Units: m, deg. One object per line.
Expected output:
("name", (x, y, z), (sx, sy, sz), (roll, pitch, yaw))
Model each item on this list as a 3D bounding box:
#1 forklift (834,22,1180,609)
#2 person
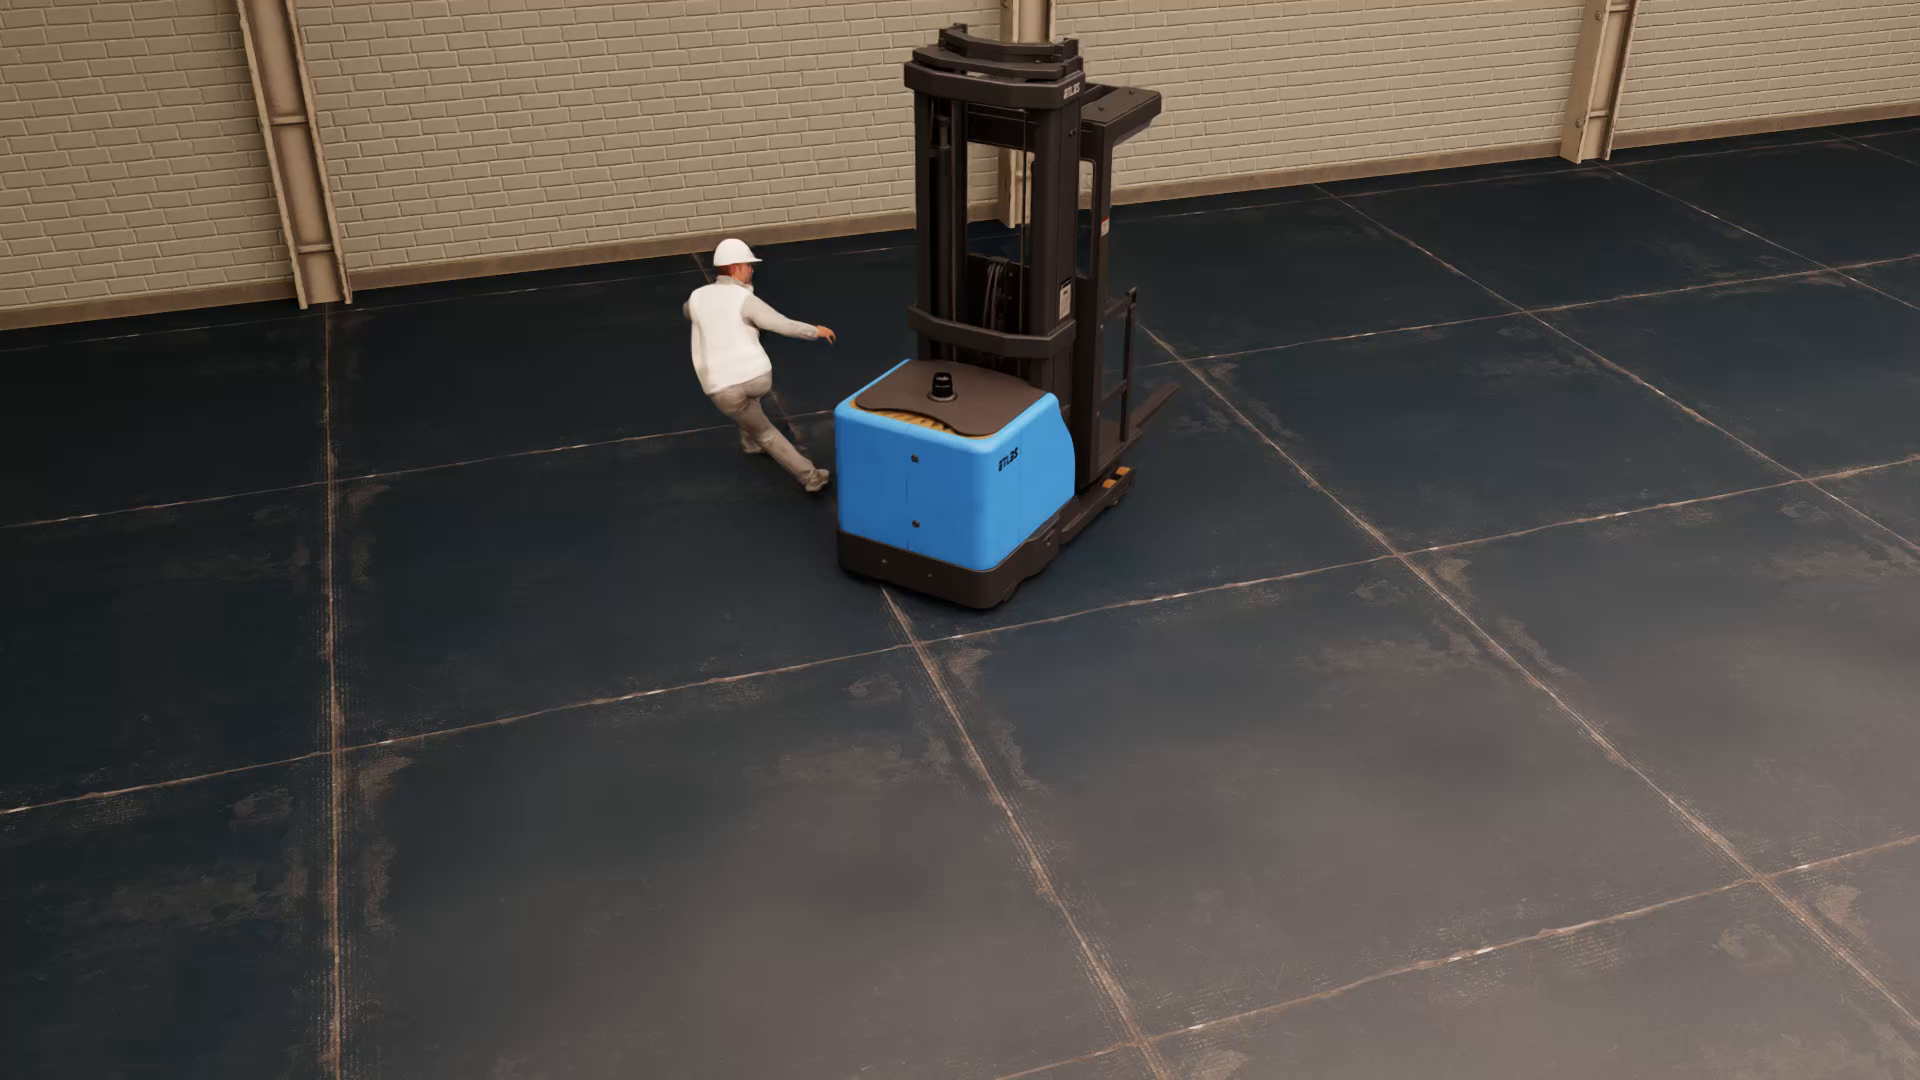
("forklift", (0.464, -1.591, 9.851), (1.130, 2.935, 3.031), (16, 34, 26))
("person", (-1.252, -1.139, 10.443), (0.960, 1.523, 0.927), (-2, 30, -3))
